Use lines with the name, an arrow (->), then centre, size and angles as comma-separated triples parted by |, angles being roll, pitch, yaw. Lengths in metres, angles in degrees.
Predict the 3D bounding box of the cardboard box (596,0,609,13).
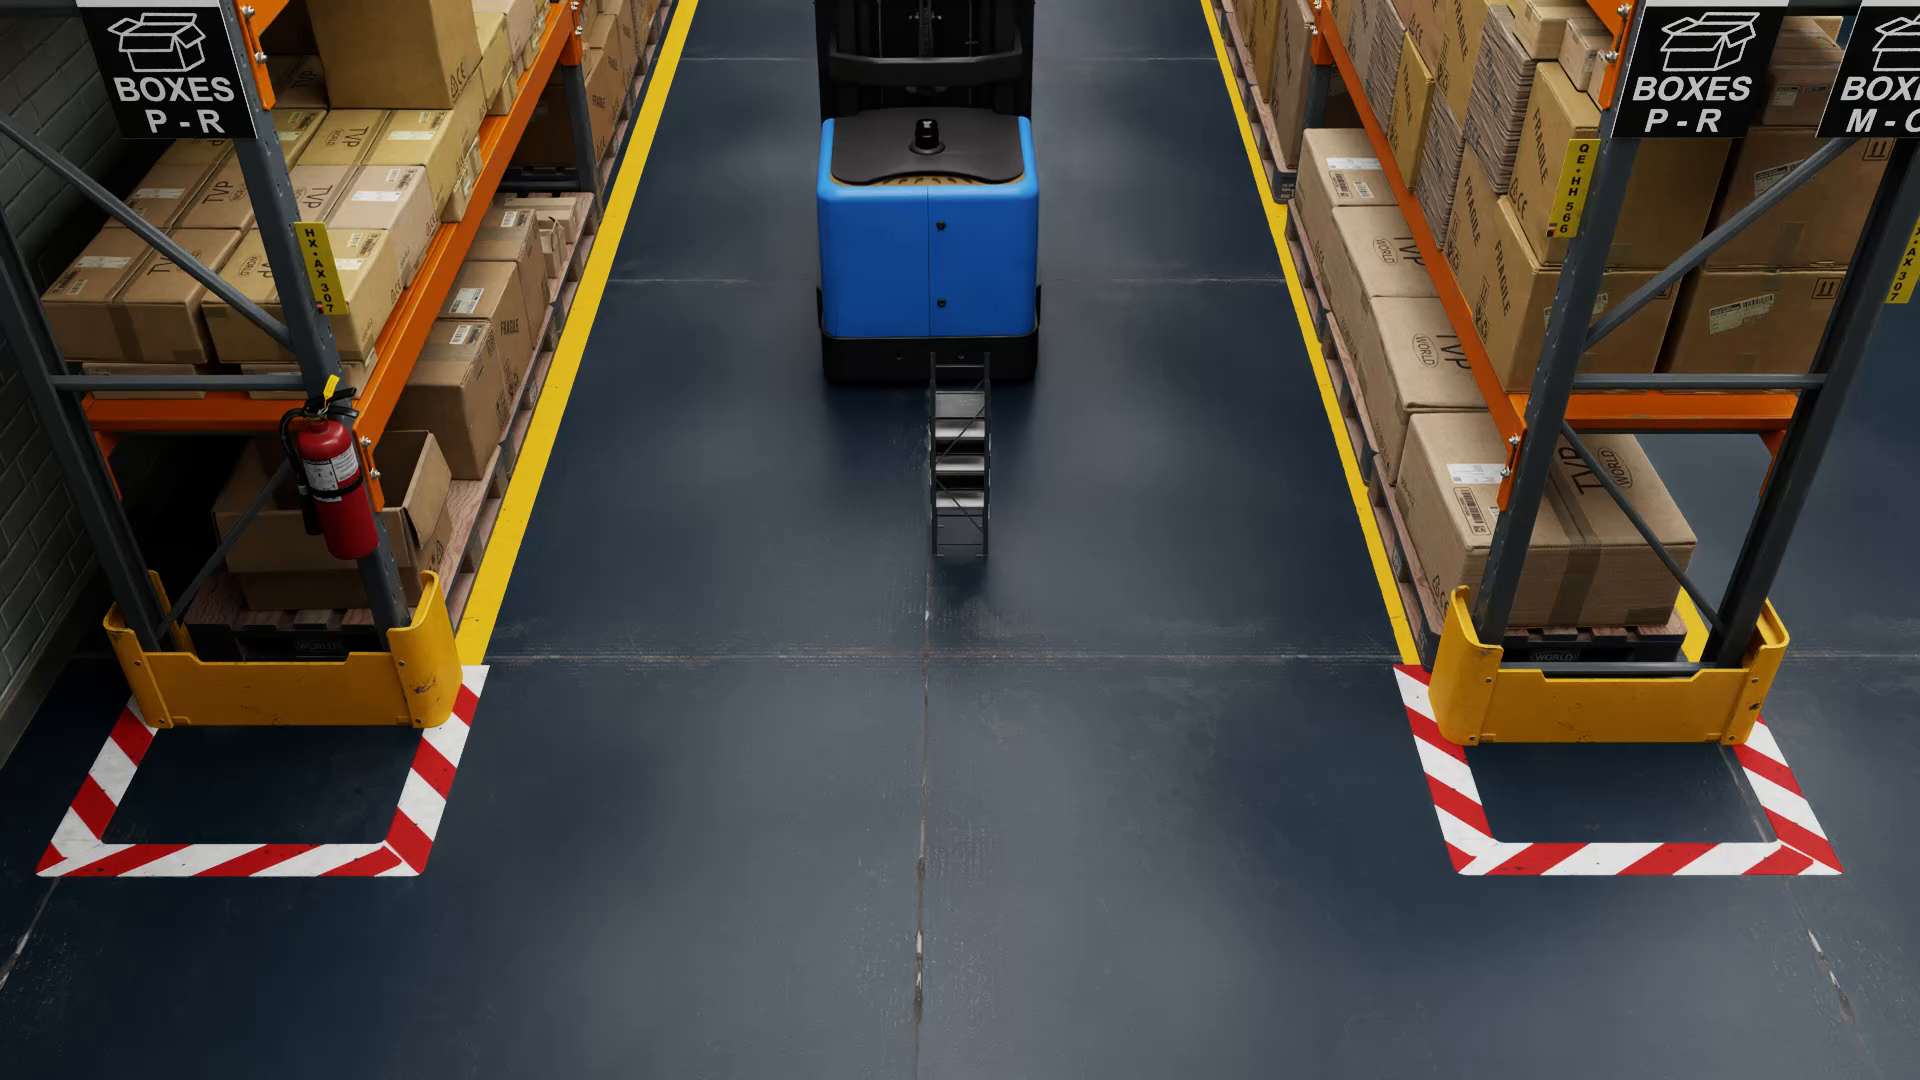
cardboard box -> -2.354, -3.340, 10.164 | 0.380, 0.149, 0.250 | 0, 39, 0

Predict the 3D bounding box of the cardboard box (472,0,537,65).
cardboard box -> -2.294, -2.439, 7.777 | 0.500, 0.250, 0.500 | 0, 39, 0

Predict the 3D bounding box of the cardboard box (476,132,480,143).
cardboard box -> -2.317, -1.751, 7.237 | 0.380, 0.149, 0.250 | 0, 39, 0

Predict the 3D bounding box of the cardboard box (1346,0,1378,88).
cardboard box -> 2.145, -2.450, 7.828 | 0.500, 0.500, 0.500 | 0, 39, 0

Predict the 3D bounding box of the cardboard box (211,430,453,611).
cardboard box -> -2.455, -0.084, 6.616 | 0.797, 0.503, 0.637 | -1, 39, -2

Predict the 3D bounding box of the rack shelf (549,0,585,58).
rack shelf -> -2.556, -3.983, 10.397 | 1.077, 0.370, 4.000 | 0, 39, 0

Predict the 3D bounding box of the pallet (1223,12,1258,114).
pallet -> 2.329, -3.178, 11.047 | 1.003, 0.211, 1.213 | 0, 39, 0

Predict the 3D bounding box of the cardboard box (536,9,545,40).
cardboard box -> -2.279, -2.553, 8.238 | 0.380, 0.149, 0.250 | 1, 39, 1

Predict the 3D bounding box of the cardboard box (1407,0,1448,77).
cardboard box -> 2.150, -2.198, 6.715 | 0.500, 0.500, 0.500 | 0, 39, 0

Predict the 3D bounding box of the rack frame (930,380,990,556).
rack frame -> 0.000, -0.282, 6.883 | 0.240, 0.900, 0.006 | 0, 39, 0

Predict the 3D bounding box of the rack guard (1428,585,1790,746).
rack guard -> 2.415, 0.473, 6.260 | 1.175, 0.500, 0.348 | 0, 39, 0

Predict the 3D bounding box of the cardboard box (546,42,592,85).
cardboard box -> -2.288, -2.679, 9.339 | 0.380, 0.149, 0.250 | 2, 39, 2

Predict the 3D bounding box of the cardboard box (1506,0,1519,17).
cardboard box -> 2.146, -1.902, 5.826 | 0.380, 0.149, 0.250 | 1, 39, 1

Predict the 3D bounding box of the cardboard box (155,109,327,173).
cardboard box -> -2.810, -1.489, 6.591 | 0.500, 0.250, 0.500 | 1, 39, 1

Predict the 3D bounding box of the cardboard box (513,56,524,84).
cardboard box -> -2.281, -2.226, 7.830 | 0.380, 0.149, 0.250 | 1, 39, 1

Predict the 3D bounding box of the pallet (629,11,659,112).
pallet -> -2.597, -3.198, 11.072 | 1.003, 0.211, 1.213 | 0, 39, 0

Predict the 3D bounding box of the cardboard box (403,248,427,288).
cardboard box -> -2.296, -1.101, 6.426 | 0.380, 0.149, 0.250 | 1, 39, 1

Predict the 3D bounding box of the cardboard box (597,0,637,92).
cardboard box -> -2.336, -3.149, 10.444 | 0.500, 0.500, 0.500 | -1, 39, -1

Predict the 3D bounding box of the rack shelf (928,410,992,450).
rack shelf -> 0.000, -0.461, 6.871 | 0.258, 0.077, 0.200 | 0, 39, 0

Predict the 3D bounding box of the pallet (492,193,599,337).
pallet -> -2.554, -1.495, 8.947 | 1.003, 0.211, 1.213 | 0, 39, 0

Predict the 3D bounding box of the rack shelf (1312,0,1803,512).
rack shelf -> 2.412, -1.487, 7.283 | 1.077, 0.370, 4.000 | 0, 39, 0

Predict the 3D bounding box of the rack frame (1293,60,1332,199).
rack frame -> 2.410, -3.019, 8.618 | 1.000, 3.000, 0.127 | 0, 39, 0

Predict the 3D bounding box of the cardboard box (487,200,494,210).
cardboard box -> -2.789, -1.714, 8.805 | 0.500, 0.311, 0.500 | 1, 39, 2

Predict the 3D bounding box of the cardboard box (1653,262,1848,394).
cardboard box -> 2.701, -0.857, 5.841 | 0.500, 0.500, 0.500 | 0, 39, 0

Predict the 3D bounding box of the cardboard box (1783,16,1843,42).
cardboard box -> 2.734, -1.748, 5.635 | 0.380, 0.149, 0.250 | 1, 39, 1

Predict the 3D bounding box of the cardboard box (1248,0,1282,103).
cardboard box -> 2.320, -3.306, 10.340 | 0.875, 0.875, 0.875 | 1, 39, 1

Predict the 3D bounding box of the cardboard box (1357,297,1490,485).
cardboard box -> 2.304, -0.666, 7.396 | 0.875, 0.438, 0.875 | 1, 39, 1

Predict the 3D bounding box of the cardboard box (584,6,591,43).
cardboard box -> -2.377, -3.013, 9.755 | 0.380, 0.149, 0.250 | -2, 39, -2

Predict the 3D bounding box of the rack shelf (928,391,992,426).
rack shelf -> 0.000, -0.531, 6.814 | 0.258, 0.077, 0.200 | 0, 39, 0

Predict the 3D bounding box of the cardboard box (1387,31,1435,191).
cardboard box -> 2.140, -1.816, 7.038 | 0.500, 0.500, 0.500 | 1, 39, 1

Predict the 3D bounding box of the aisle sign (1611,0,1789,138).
aisle sign -> 2.105, -1.487, 4.628 | 0.394, 0.787, 0.004 | 0, 39, 0

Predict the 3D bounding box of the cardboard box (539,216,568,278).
cardboard box -> -2.259, -1.538, 8.622 | 0.396, 0.266, 0.258 | 1, 39, 2

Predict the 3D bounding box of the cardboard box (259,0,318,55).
cardboard box -> -2.818, -2.432, 7.168 | 0.500, 0.500, 0.500 | -1, 39, -1

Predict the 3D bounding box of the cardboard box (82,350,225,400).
cardboard box -> -2.818, -0.621, 5.827 | 0.380, 0.149, 0.250 | 0, 39, -1

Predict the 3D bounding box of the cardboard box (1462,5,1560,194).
cardboard box -> 2.146, -1.575, 5.937 | 0.500, 0.500, 0.500 | 0, 39, 0

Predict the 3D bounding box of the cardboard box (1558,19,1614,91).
cardboard box -> 2.190, -1.583, 5.428 | 0.380, 0.149, 0.250 | 1, 39, 1

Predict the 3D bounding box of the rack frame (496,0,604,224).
rack frame -> -2.554, -3.013, 8.611 | 1.000, 3.000, 0.127 | 0, 39, 0

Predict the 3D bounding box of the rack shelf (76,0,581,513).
rack shelf -> -2.551, -1.481, 7.275 | 1.077, 0.370, 4.000 | 0, 39, 0

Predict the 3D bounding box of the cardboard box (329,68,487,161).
cardboard box -> -2.307, -1.805, 6.986 | 0.500, 0.250, 0.500 | -1, 39, -1

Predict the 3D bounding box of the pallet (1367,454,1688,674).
pallet -> 2.335, 0.071, 6.993 | 1.003, 0.211, 1.213 | 0, 39, 0

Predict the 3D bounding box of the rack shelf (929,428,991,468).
rack shelf -> 0.000, -0.390, 6.927 | 0.258, 0.077, 0.200 | 0, 39, 0

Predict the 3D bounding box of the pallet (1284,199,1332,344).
pallet -> 2.333, -1.455, 8.897 | 1.003, 0.211, 1.213 | 0, 39, 0

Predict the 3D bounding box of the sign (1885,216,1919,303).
sign -> 2.970, -0.883, 5.197 | 0.100, 0.325, 0.005 | 0, 39, 0

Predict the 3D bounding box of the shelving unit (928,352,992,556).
shelving unit -> 0.000, -0.346, 6.962 | 0.258, 0.900, 0.210 | 0, 39, 0

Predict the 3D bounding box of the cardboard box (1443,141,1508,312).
cardboard box -> 2.164, -1.172, 6.234 | 0.500, 0.500, 0.500 | -1, 39, -1

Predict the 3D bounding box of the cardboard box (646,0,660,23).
cardboard box -> -2.350, -3.798, 11.254 | 0.500, 0.500, 0.500 | 2, 39, 2

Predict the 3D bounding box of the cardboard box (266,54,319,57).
cardboard box -> -2.817, -2.124, 7.384 | 0.500, 0.250, 0.500 | 1, 39, 1

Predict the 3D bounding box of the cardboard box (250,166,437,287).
cardboard box -> -2.281, -1.168, 6.191 | 0.500, 0.250, 0.500 | 0, 39, 0

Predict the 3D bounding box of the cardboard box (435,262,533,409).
cardboard box -> -2.318, -0.948, 7.697 | 0.500, 0.500, 0.500 | 1, 39, 1

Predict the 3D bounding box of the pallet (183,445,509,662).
pallet -> -2.551, 0.031, 7.043 | 1.003, 0.211, 1.213 | 0, 39, 0

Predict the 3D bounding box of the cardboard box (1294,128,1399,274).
cardboard box -> 2.303, -1.790, 8.798 | 0.875, 0.438, 0.875 | -1, 39, -1

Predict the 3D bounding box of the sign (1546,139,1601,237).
sign -> 1.872, -1.070, 5.071 | 0.100, 0.325, 0.005 | 0, 39, 0

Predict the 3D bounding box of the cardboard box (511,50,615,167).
cardboard box -> -2.329, -2.504, 9.639 | 0.500, 0.500, 0.500 | 2, 39, 2

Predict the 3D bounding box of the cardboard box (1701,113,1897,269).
cardboard box -> 2.699, -1.247, 5.528 | 0.500, 0.500, 0.500 | -1, 39, -1

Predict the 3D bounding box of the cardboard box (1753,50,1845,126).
cardboard box -> 2.691, -1.422, 5.227 | 0.380, 0.149, 0.250 | 1, 39, 1

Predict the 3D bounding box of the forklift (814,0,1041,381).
forklift -> -0.182, -2.816, 8.421 | 1.130, 2.935, 3.031 | -1, 39, -1

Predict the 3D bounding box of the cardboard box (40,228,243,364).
cardboard box -> -2.815, -0.857, 5.802 | 0.500, 0.250, 0.500 | 1, 39, 1

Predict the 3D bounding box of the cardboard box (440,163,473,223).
cardboard box -> -2.227, -1.425, 6.830 | 0.380, 0.149, 0.250 | -1, 39, -1
